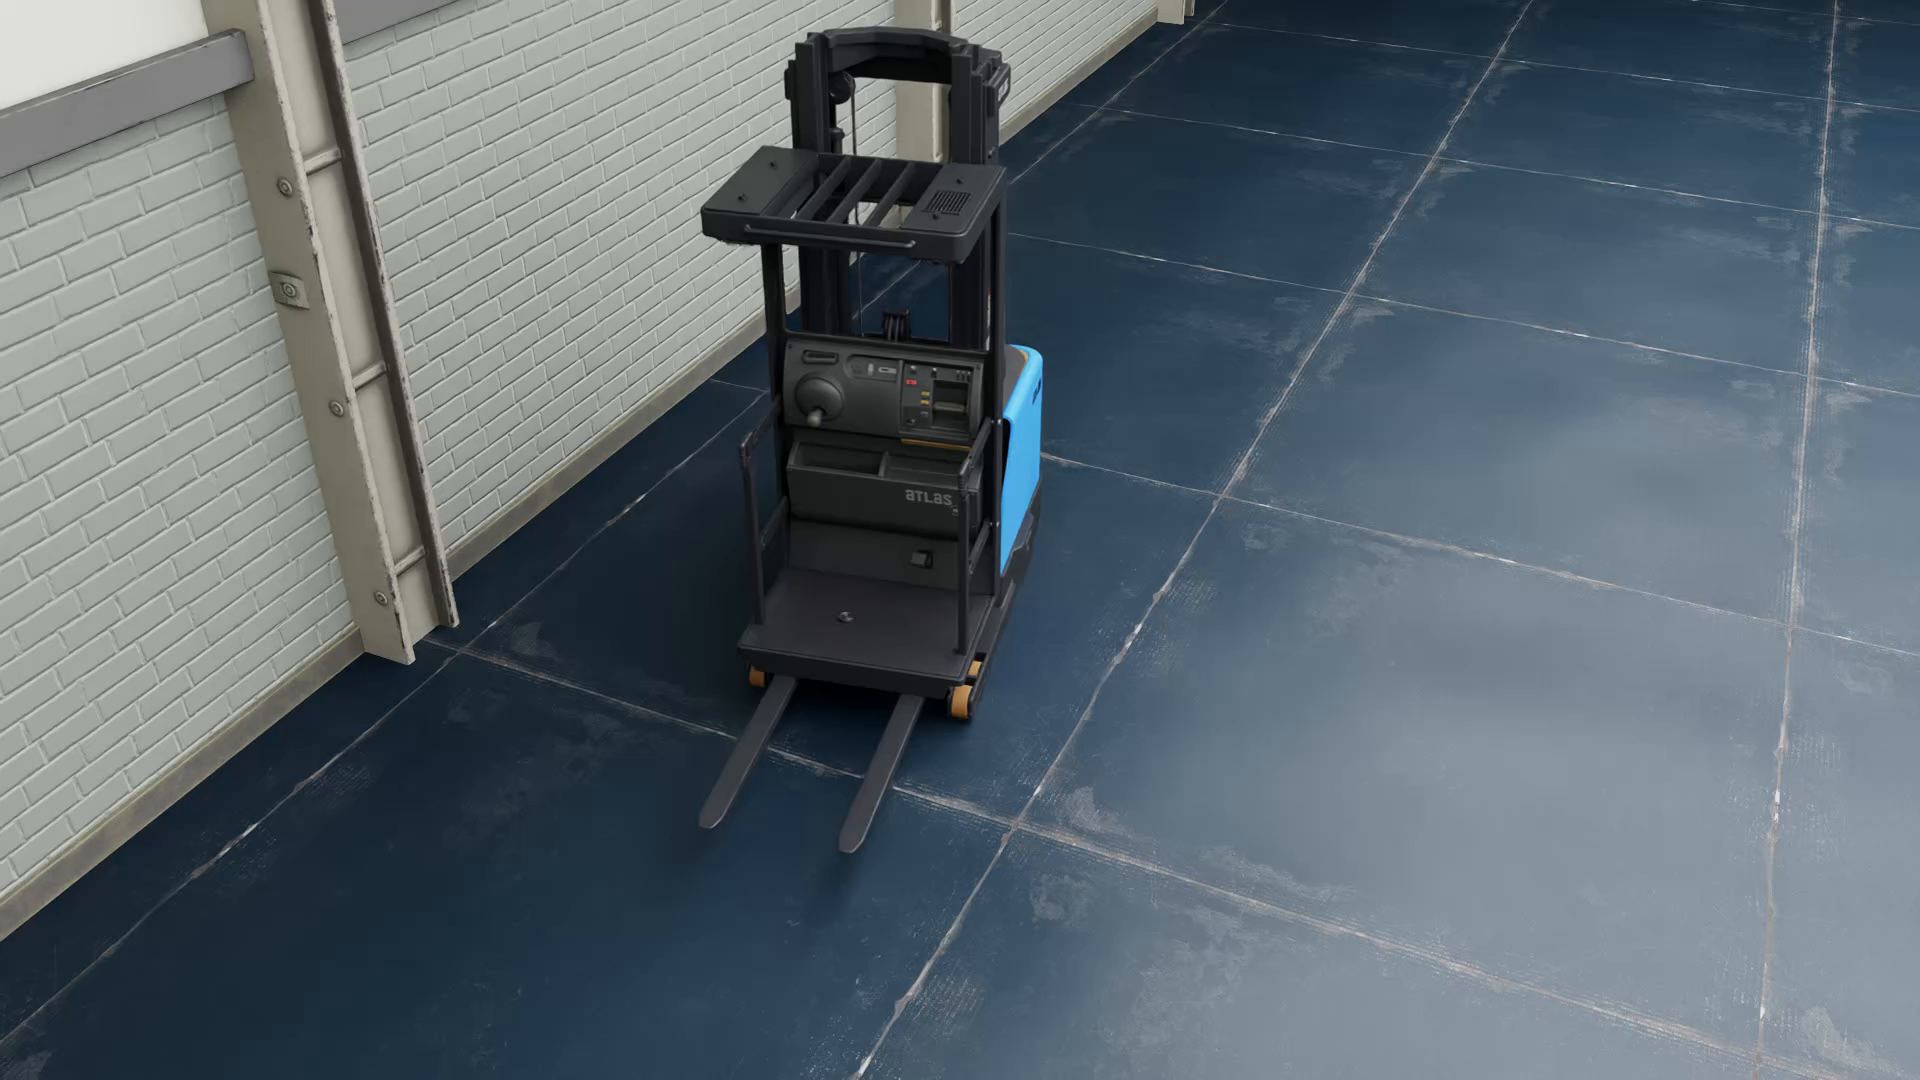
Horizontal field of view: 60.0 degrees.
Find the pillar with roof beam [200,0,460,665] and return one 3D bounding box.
[{"bbox_3d":[1.140,-2.293,4.409,9.100,9.000,0.400,14,36,20],"label":"pillar with roof beam"}]

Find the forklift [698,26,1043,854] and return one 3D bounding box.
[{"bbox_3d":[-0.402,-0.615,7.383,1.130,2.935,3.031,8,34,11],"label":"forklift"}]

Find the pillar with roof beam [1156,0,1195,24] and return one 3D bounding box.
[{"bbox_3d":[6.161,-8.270,13.524,9.100,9.000,0.400,14,36,20],"label":"pillar with roof beam"}]

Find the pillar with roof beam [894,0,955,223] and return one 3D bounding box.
[{"bbox_3d":[3.651,-5.282,8.967,9.100,9.000,0.400,14,36,20],"label":"pillar with roof beam"}]
